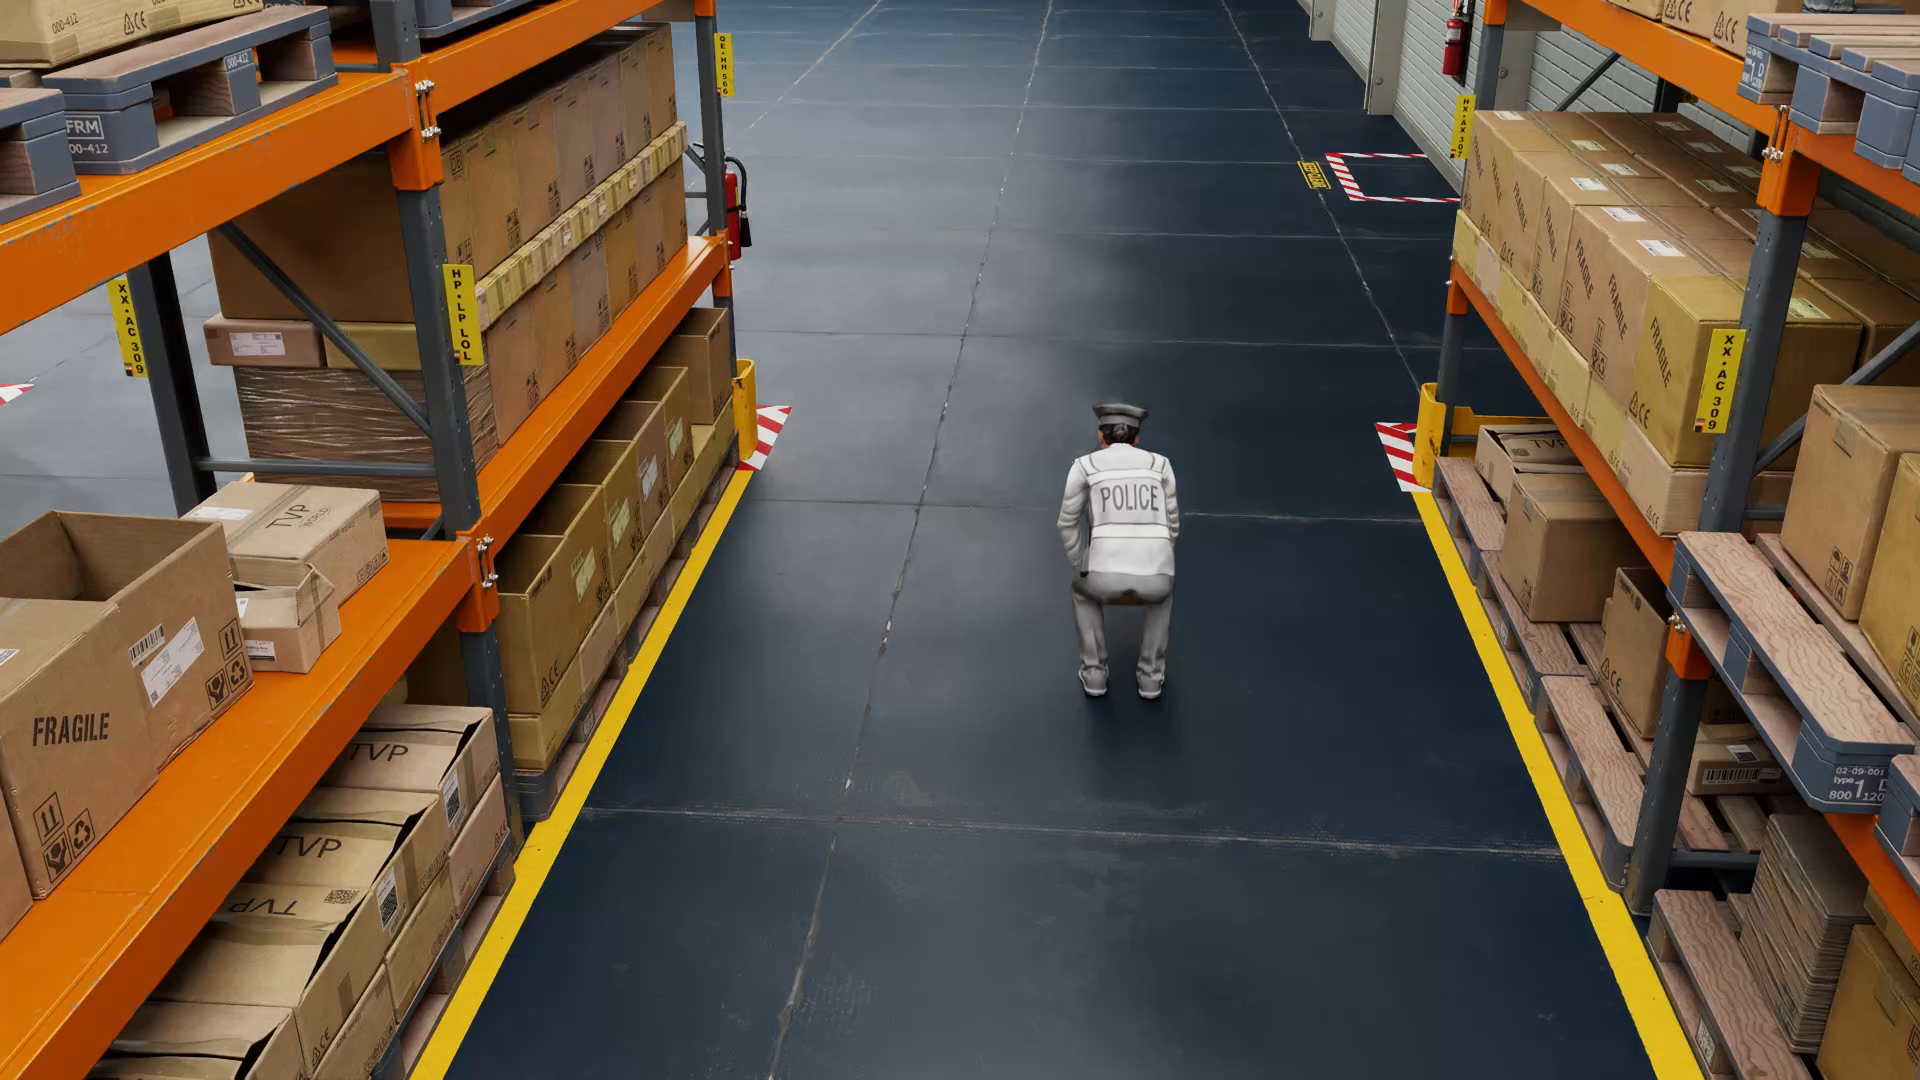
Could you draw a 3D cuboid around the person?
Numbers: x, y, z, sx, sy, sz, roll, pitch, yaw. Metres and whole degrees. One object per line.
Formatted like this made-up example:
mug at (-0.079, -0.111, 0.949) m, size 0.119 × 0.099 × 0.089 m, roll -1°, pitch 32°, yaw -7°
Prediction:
person at (0.672, 0.051, 7.072) m, size 0.524 × 1.188 × 0.789 m, roll 2°, pitch 25°, yaw 4°
